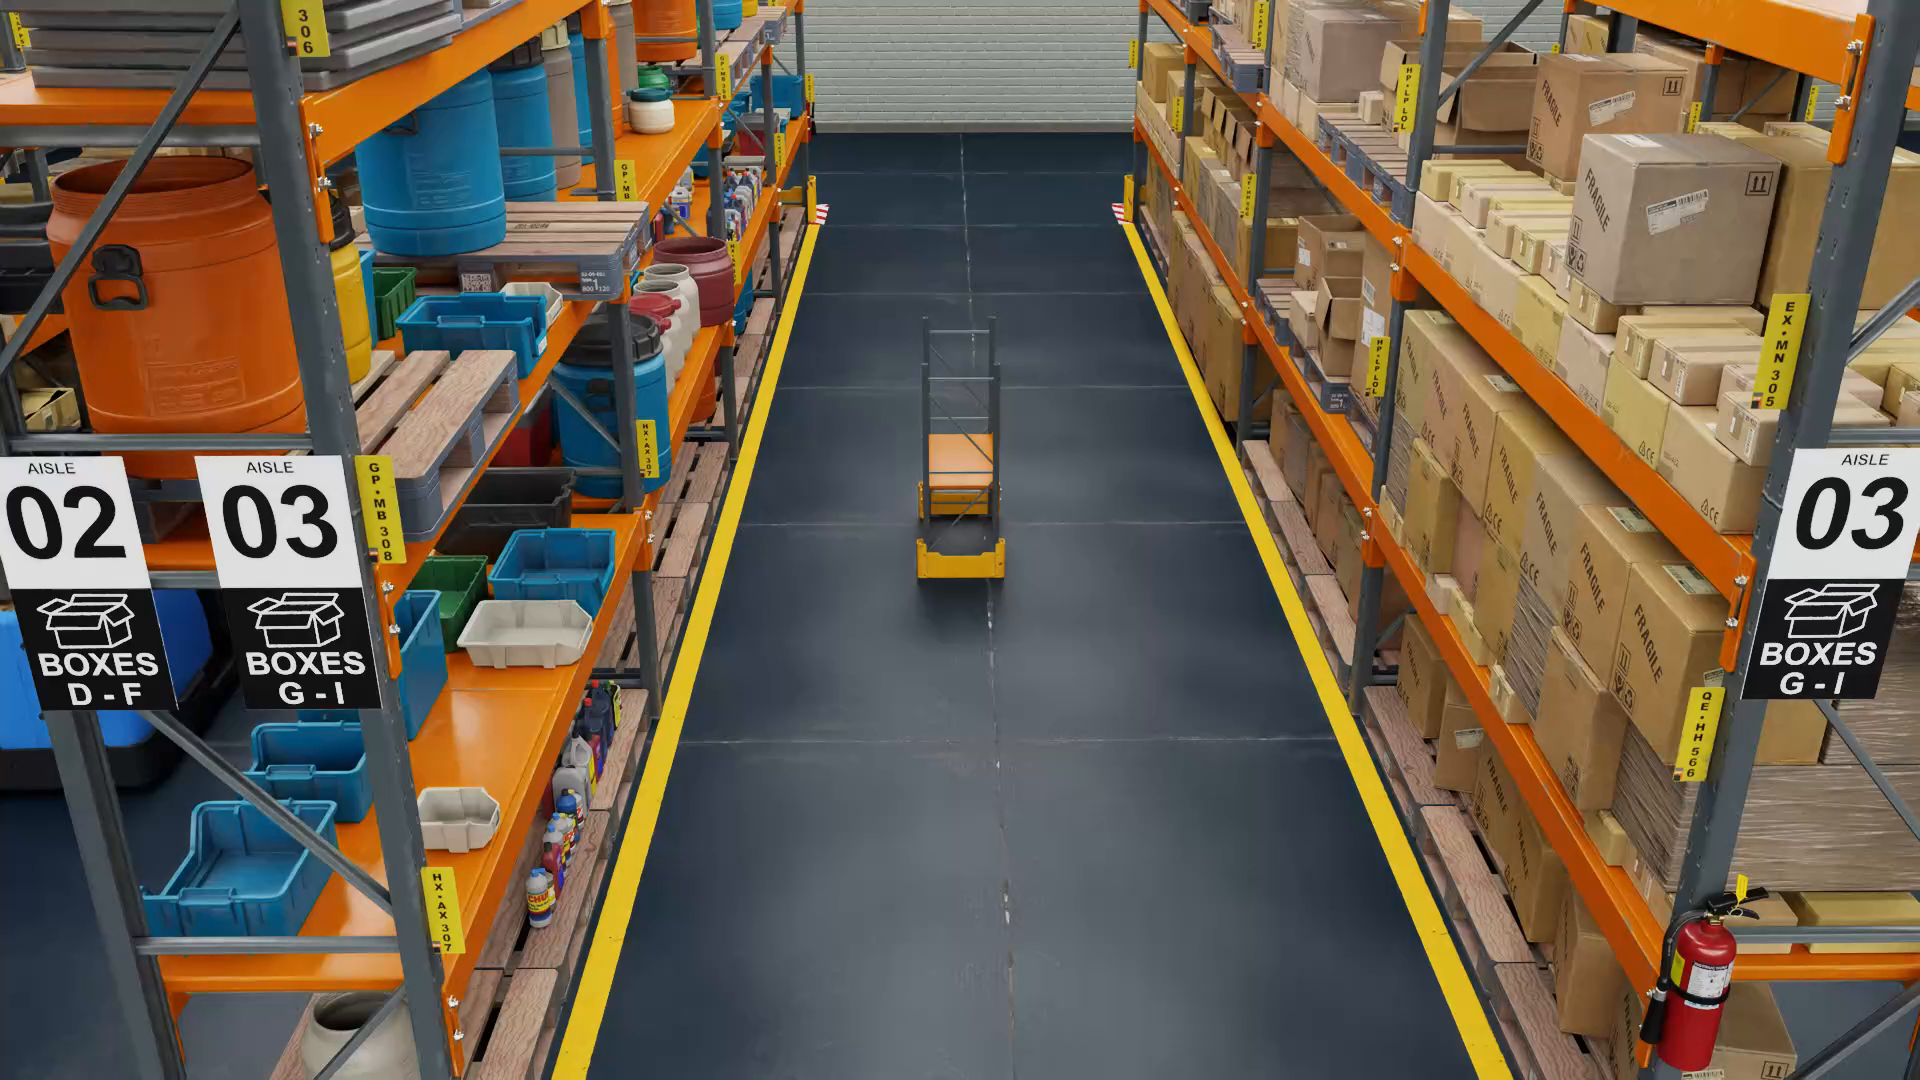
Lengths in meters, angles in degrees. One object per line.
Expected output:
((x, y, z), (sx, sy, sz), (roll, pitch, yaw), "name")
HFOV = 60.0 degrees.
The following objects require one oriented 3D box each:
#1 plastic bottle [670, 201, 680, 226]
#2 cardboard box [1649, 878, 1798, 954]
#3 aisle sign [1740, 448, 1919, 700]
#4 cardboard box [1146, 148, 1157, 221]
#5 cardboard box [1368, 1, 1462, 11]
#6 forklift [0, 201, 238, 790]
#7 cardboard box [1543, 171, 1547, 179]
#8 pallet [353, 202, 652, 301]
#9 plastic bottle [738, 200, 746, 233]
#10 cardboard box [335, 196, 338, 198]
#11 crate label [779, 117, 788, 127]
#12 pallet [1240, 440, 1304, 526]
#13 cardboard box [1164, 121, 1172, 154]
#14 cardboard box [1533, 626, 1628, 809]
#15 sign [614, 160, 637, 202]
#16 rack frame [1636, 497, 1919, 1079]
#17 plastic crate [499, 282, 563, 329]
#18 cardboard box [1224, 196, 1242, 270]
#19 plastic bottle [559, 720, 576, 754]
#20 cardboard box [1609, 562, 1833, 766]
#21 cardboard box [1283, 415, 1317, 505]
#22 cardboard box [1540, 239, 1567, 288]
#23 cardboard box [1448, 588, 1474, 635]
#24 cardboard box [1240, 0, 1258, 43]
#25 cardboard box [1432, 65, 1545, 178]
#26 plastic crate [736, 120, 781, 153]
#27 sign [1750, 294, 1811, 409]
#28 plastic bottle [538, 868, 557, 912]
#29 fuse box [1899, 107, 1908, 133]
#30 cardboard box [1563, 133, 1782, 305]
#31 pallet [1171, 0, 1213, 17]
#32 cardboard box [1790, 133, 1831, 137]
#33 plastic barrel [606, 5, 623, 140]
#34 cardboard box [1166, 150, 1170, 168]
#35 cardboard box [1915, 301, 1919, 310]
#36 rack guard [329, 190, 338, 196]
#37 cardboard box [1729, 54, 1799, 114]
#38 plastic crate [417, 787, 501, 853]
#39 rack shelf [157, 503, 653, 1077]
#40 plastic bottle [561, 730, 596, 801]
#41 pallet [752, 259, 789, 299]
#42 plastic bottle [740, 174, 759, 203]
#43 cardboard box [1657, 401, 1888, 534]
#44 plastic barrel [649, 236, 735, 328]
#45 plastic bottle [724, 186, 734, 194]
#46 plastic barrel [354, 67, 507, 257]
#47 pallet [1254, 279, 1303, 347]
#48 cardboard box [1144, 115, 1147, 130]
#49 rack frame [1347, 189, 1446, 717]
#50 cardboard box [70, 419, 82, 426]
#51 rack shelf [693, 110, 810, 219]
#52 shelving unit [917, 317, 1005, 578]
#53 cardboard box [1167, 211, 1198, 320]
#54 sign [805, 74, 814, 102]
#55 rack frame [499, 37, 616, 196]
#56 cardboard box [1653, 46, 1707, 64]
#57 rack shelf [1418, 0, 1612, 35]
((-2.537, -2.905, 14.774), (0.097, 0.201, 0.097), (0, 24, 0), "plastic bottle")
((2.575, 1.264, 5.620), (0.380, 0.149, 0.250), (0, 24, -1), "cardboard box")
((2.486, 0.108, 4.716), (0.394, 0.787, 0.004), (0, 24, -1), "aisle sign")
((2.697, -4.287, 19.658), (0.875, 0.875, 0.875), (0, 24, -1), "cardboard box")
((2.969, -3.264, 10.959), (0.500, 0.500, 0.500), (0, 24, -1), "cardboard box")
((-4.837, -0.591, 9.501), (1.130, 2.935, 3.031), (-1, 24, -3), "forklift")
((3.034, -1.730, 7.993), (0.380, 0.149, 0.250), (0, 24, 1), "cardboard box")
((-2.106, -1.344, 7.671), (1.213, 0.211, 1.003), (0, 24, -1), "pallet")
((-1.909, -2.838, 14.527), (0.061, 0.283, 0.133), (0, 24, -1), "plastic bottle")
((-7.634, -4.012, 19.905), (0.380, 0.149, 0.250), (0, 24, -1), "cardboard box")
((-2.136, -4.643, 18.622), (0.396, 0.136, 0.243), (0, 24, -1), "crate label")
((2.705, -0.438, 12.462), (1.003, 0.211, 1.213), (0, 24, -1), "pallet")
((2.379, -4.140, 17.085), (0.500, 0.250, 0.500), (0, 24, 1), "cardboard box")
((2.681, 0.653, 6.185), (0.875, 0.500, 0.500), (0, 24, -1), "cardboard box")
((-1.661, -1.729, 8.282), (0.100, 0.325, 0.005), (0, 24, -1), "sign")
((2.785, 1.266, 5.311), (1.000, 3.000, 0.127), (0, 24, -1), "rack frame")
((-1.790, -0.947, 6.884), (0.243, 0.136, 0.396), (0, 24, -1), "plastic crate")
((2.445, -2.484, 13.481), (0.500, 0.500, 0.500), (0, 24, -1), "cardboard box")
((-2.062, 1.035, 8.594), (0.152, 0.276, 0.135), (0, 24, -1), "plastic bottle")
((2.532, 0.404, 5.522), (0.500, 0.500, 0.500), (0, 24, -1), "cardboard box")
((2.744, -0.588, 11.909), (0.700, 0.500, 0.500), (-2, 24, -5), "cardboard box")
((2.526, -1.084, 6.565), (0.380, 0.149, 0.250), (0, 24, 1), "cardboard box")
((2.481, 0.337, 7.670), (0.380, 0.149, 0.250), (0, 24, -1), "cardboard box")
((2.522, -4.241, 13.215), (0.500, 0.500, 0.500), (1, 24, 2), "cardboard box")
((2.835, -2.182, 8.659), (0.797, 0.503, 0.637), (-1, 24, -3), "cardboard box")
((-2.131, -4.260, 17.600), (0.437, 0.282, 0.530), (0, 24, -1), "plastic crate")
((2.230, -0.510, 4.523), (0.100, 0.325, 0.005), (0, 24, -1), "sign")
((-1.877, 1.572, 7.497), (0.097, 0.201, 0.097), (0, 24, 0), "plastic bottle")
((14.537, -7.057, 25.278), (0.539, 1.711, 0.414), (0, 24, -1), "fuse box")
((2.515, -1.147, 5.918), (0.500, 0.500, 0.500), (0, 24, -1), "cardboard box")
((2.656, -5.342, 16.390), (1.003, 0.211, 1.213), (0, 24, -1), "pallet")
((7.819, -3.626, 15.200), (0.380, 0.149, 0.250), (-1, 24, -2), "cardboard box")
((-2.456, -2.962, 10.498), (0.600, 0.830, 0.708), (0, 24, -1), "plastic barrel")
((2.318, -3.900, 17.039), (0.380, 0.149, 0.250), (-1, 24, -1), "cardboard box")
((7.393, -1.871, 12.125), (0.500, 0.500, 0.500), (0, 24, 0), "cardboard box")
((-7.295, -4.114, 20.239), (1.175, 0.500, 0.348), (0, 24, -1), "rack guard")
((7.854, -4.483, 16.327), (0.500, 0.500, 0.500), (0, 24, 1), "cardboard box")
((-1.856, 1.038, 6.135), (0.298, 0.136, 0.250), (0, 24, -1), "plastic crate")
((-2.190, 0.792, 7.232), (1.077, 0.370, 4.000), (0, 24, -1), "rack shelf")
((-1.910, 1.123, 8.308), (0.144, 0.351, 0.185), (0, 24, -1), "plastic bottle")
((-2.345, -2.689, 17.439), (1.003, 0.211, 1.213), (0, 24, -1), "pallet")
((-1.967, -3.289, 15.532), (0.152, 0.276, 0.135), (0, 24, -1), "plastic bottle")
((2.526, -0.230, 5.161), (0.500, 0.250, 0.500), (0, 24, 1), "cardboard box")
((-1.947, -1.880, 12.103), (0.600, 0.536, 0.708), (0, 24, -1), "plastic barrel")
((-2.086, -3.070, 15.055), (0.097, 0.271, 0.097), (0, 24, 0), "plastic bottle")
((-2.308, -1.736, 7.190), (0.600, 0.901, 0.708), (0, 24, -1), "plastic barrel")
((2.812, -1.650, 11.991), (1.213, 0.211, 1.003), (0, 24, -1), "pallet")
((2.296, -4.746, 18.909), (0.380, 0.149, 0.250), (-1, 24, -1), "cardboard box")
((2.741, -0.382, 8.955), (1.000, 3.000, 0.127), (0, 24, -1), "rack frame")
((-6.958, -0.710, 12.508), (0.500, 0.250, 0.500), (0, 24, 1), "cardboard box")
((-2.320, -4.153, 18.165), (1.077, 0.370, 4.000), (0, 24, -1), "rack shelf")
((0.001, -0.652, 11.371), (0.587, 1.500, 1.083), (0, 24, -1), "shelving unit")
((2.681, -2.638, 16.013), (1.225, 0.875, 0.875), (0, 24, 0), "cardboard box")
((-1.792, -5.388, 19.826), (0.100, 0.325, 0.005), (0, 24, -1), "sign")
((-2.211, -3.094, 7.670), (1.000, 3.000, 0.127), (0, 24, -1), "rack frame")
((7.328, -4.702, 16.810), (0.500, 0.500, 0.500), (-1, 24, -2), "cardboard box")
((2.720, -3.430, 9.772), (1.077, 0.370, 4.000), (0, 24, -1), "rack shelf")
